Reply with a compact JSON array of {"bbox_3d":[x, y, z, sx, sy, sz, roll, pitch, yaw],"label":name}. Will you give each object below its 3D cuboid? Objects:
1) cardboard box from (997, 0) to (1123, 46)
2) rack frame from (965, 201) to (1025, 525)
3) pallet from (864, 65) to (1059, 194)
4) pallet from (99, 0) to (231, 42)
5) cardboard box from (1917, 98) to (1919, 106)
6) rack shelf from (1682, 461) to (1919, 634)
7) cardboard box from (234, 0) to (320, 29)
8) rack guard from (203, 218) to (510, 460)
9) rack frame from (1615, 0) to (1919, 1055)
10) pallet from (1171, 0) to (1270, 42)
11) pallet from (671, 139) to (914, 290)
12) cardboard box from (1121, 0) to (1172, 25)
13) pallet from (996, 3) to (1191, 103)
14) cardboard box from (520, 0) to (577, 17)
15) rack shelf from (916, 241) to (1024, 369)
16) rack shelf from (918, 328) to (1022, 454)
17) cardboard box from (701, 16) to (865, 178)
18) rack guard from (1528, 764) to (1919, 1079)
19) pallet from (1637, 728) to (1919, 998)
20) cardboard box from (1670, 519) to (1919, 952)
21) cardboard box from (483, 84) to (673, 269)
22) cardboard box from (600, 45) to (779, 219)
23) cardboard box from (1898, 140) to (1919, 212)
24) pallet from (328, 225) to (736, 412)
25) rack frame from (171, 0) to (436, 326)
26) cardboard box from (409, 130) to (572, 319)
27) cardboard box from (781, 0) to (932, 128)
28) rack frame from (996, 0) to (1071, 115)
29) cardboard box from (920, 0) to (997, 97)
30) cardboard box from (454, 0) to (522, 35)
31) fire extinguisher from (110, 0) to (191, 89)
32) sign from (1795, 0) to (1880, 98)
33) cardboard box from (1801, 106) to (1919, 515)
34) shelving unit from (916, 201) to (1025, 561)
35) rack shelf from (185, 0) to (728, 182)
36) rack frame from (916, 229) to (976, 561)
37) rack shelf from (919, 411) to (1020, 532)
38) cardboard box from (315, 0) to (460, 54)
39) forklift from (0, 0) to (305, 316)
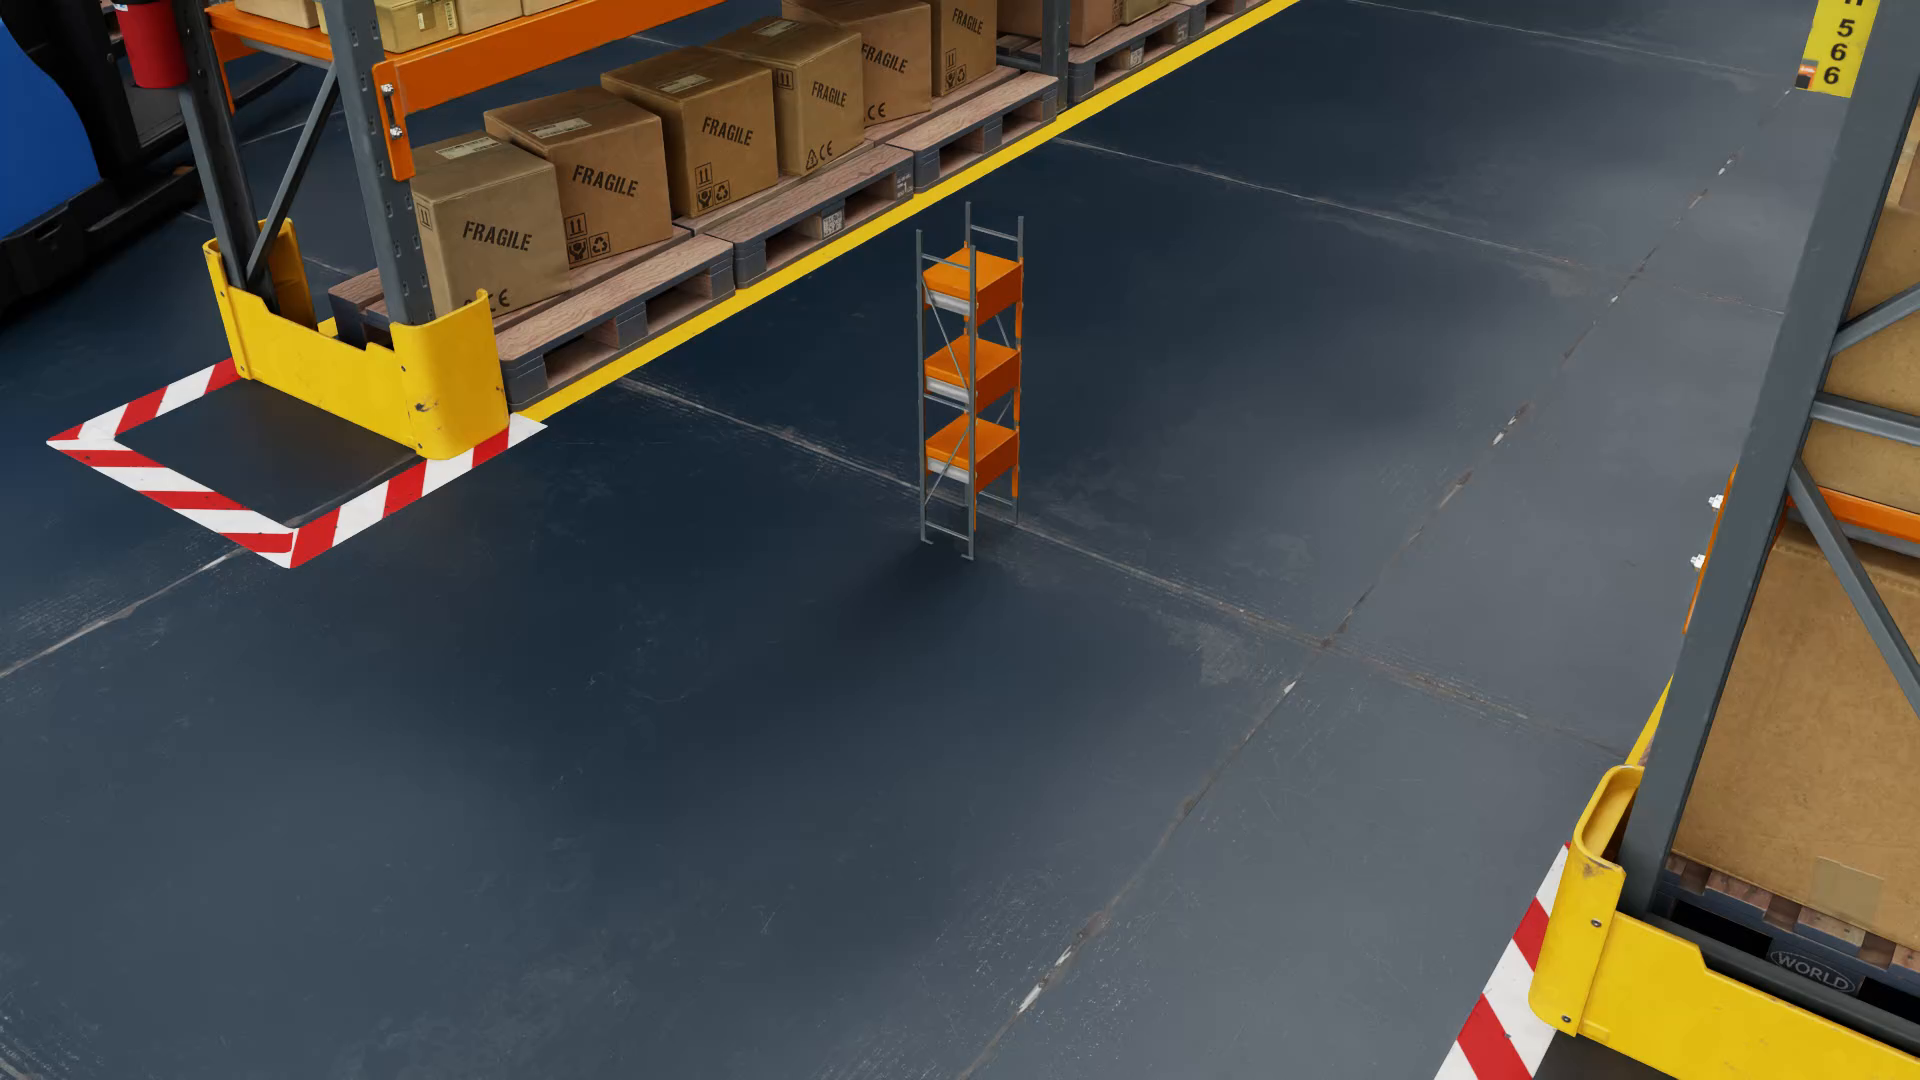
[{"bbox_3d":[0.469,-2.992,8.836,0.700,0.500,0.500,18,38,25],"label":"cardboard box"},{"bbox_3d":[0.100,-0.516,5.075,0.200,1.050,0.008,21,39,28],"label":"rack frame"},{"bbox_3d":[-0.253,-2.094,8.159,1.003,0.211,1.213,21,39,28],"label":"pallet"},{"bbox_3d":[-5.080,-3.137,9.701,1.003,0.211,1.213,21,39,28],"label":"pallet"},{"bbox_3d":[2.318,-1.049,3.025,0.875,0.550,0.550,21,39,28],"label":"cardboard box"},{"bbox_3d":[2.978,-0.721,4.280,1.077,0.370,4.000,21,39,28],"label":"rack shelf"},{"bbox_3d":[-2.187,-1.822,5.491,0.380,0.149,0.250,21,39,28],"label":"cardboard box"},{"bbox_3d":[-2.137,-0.729,5.881,1.175,0.500,0.348,21,39,28],"label":"rack guard"},{"bbox_3d":[1.837,-0.098,2.718,1.000,3.000,0.127,21,39,28],"label":"rack frame"},{"bbox_3d":[1.239,-3.337,9.996,1.003,0.211,1.213,21,39,28],"label":"pallet"},{"bbox_3d":[-0.948,-1.531,7.325,1.003,0.211,1.213,21,39,28],"label":"pallet"},{"bbox_3d":[0.756,-3.206,9.151,0.700,0.500,0.500,21,39,28],"label":"cardboard box"},{"bbox_3d":[0.544,-2.773,9.163,1.003,0.211,1.213,21,39,28],"label":"pallet"},{"bbox_3d":[-1.508,-1.899,5.605,0.380,0.149,0.250,21,39,28],"label":"cardboard box"},{"bbox_3d":[0.031,-0.686,4.839,0.215,0.259,0.240,21,39,28],"label":"rack shelf"},{"bbox_3d":[0.031,-0.451,4.998,0.215,0.259,0.240,21,39,28],"label":"rack shelf"},{"bbox_3d":[-0.770,-1.960,7.327,0.500,0.500,0.500,18,38,24],"label":"cardboard box"},{"bbox_3d":[1.824,0.948,3.401,1.175,0.500,0.348,21,39,28],"label":"rack guard"},{"bbox_3d":[2.229,0.664,4.080,1.003,0.211,1.213,21,39,28],"label":"pallet"},{"bbox_3d":[2.170,0.275,3.688,0.875,0.875,0.875,21,40,28],"label":"cardboard box"},{"bbox_3d":[-1.497,-1.436,6.552,0.500,0.500,0.500,-25,41,-32],"label":"cardboard box"},{"bbox_3d":[-1.125,-1.718,6.969,0.500,0.500,0.500,25,42,32],"label":"cardboard box"},{"bbox_3d":[2.081,-0.766,2.607,0.875,0.550,0.550,21,39,28],"label":"cardboard box"},{"bbox_3d":[-1.644,-0.971,6.498,1.003,0.211,1.213,21,39,28],"label":"pallet"},{"bbox_3d":[-2.180,-1.729,5.129,1.000,3.000,0.127,21,39,28],"label":"rack frame"},{"bbox_3d":[-1.810,-1.150,6.129,0.500,0.500,0.500,-29,43,-35],"label":"cardboard box"},{"bbox_3d":[-0.480,-2.271,7.787,0.500,0.500,0.500,-23,40,-30],"label":"cardboard box"},{"bbox_3d":[0.101,-3.570,7.851,1.000,3.000,0.127,21,39,28],"label":"rack frame"},{"bbox_3d":[-0.160,-2.537,8.180,0.500,0.500,0.500,20,39,27],"label":"cardboard box"},{"bbox_3d":[-1.663,-1.789,5.442,0.380,0.149,0.250,21,39,28],"label":"cardboard box"},{"bbox_3d":[-2.624,-1.791,5.290,0.296,0.674,0.183,21,39,28],"label":"fire extinguisher"},{"bbox_3d":[1.399,-0.856,2.593,0.100,0.325,0.005,21,39,28],"label":"sign"},{"bbox_3d":[2.012,-0.346,2.949,0.875,0.550,0.550,21,39,28],"label":"cardboard box"},{"bbox_3d":[0.031,-0.460,4.992,0.215,1.050,0.252,21,39,28],"label":"shelving unit"},{"bbox_3d":[-1.039,-2.351,6.692,1.077,0.370,4.000,21,39,28],"label":"rack shelf"},{"bbox_3d":[-0.039,-0.403,4.909,0.200,1.050,0.008,21,39,28],"label":"rack frame"},{"bbox_3d":[0.031,-0.221,5.154,0.215,0.259,0.240,21,39,28],"label":"rack shelf"},{"bbox_3d":[-1.821,-1.680,5.281,0.380,0.149,0.250,21,39,28],"label":"cardboard box"},{"bbox_3d":[-3.971,-2.761,6.717,1.130,2.935,3.031,7,35,10],"label":"forklift"}]
